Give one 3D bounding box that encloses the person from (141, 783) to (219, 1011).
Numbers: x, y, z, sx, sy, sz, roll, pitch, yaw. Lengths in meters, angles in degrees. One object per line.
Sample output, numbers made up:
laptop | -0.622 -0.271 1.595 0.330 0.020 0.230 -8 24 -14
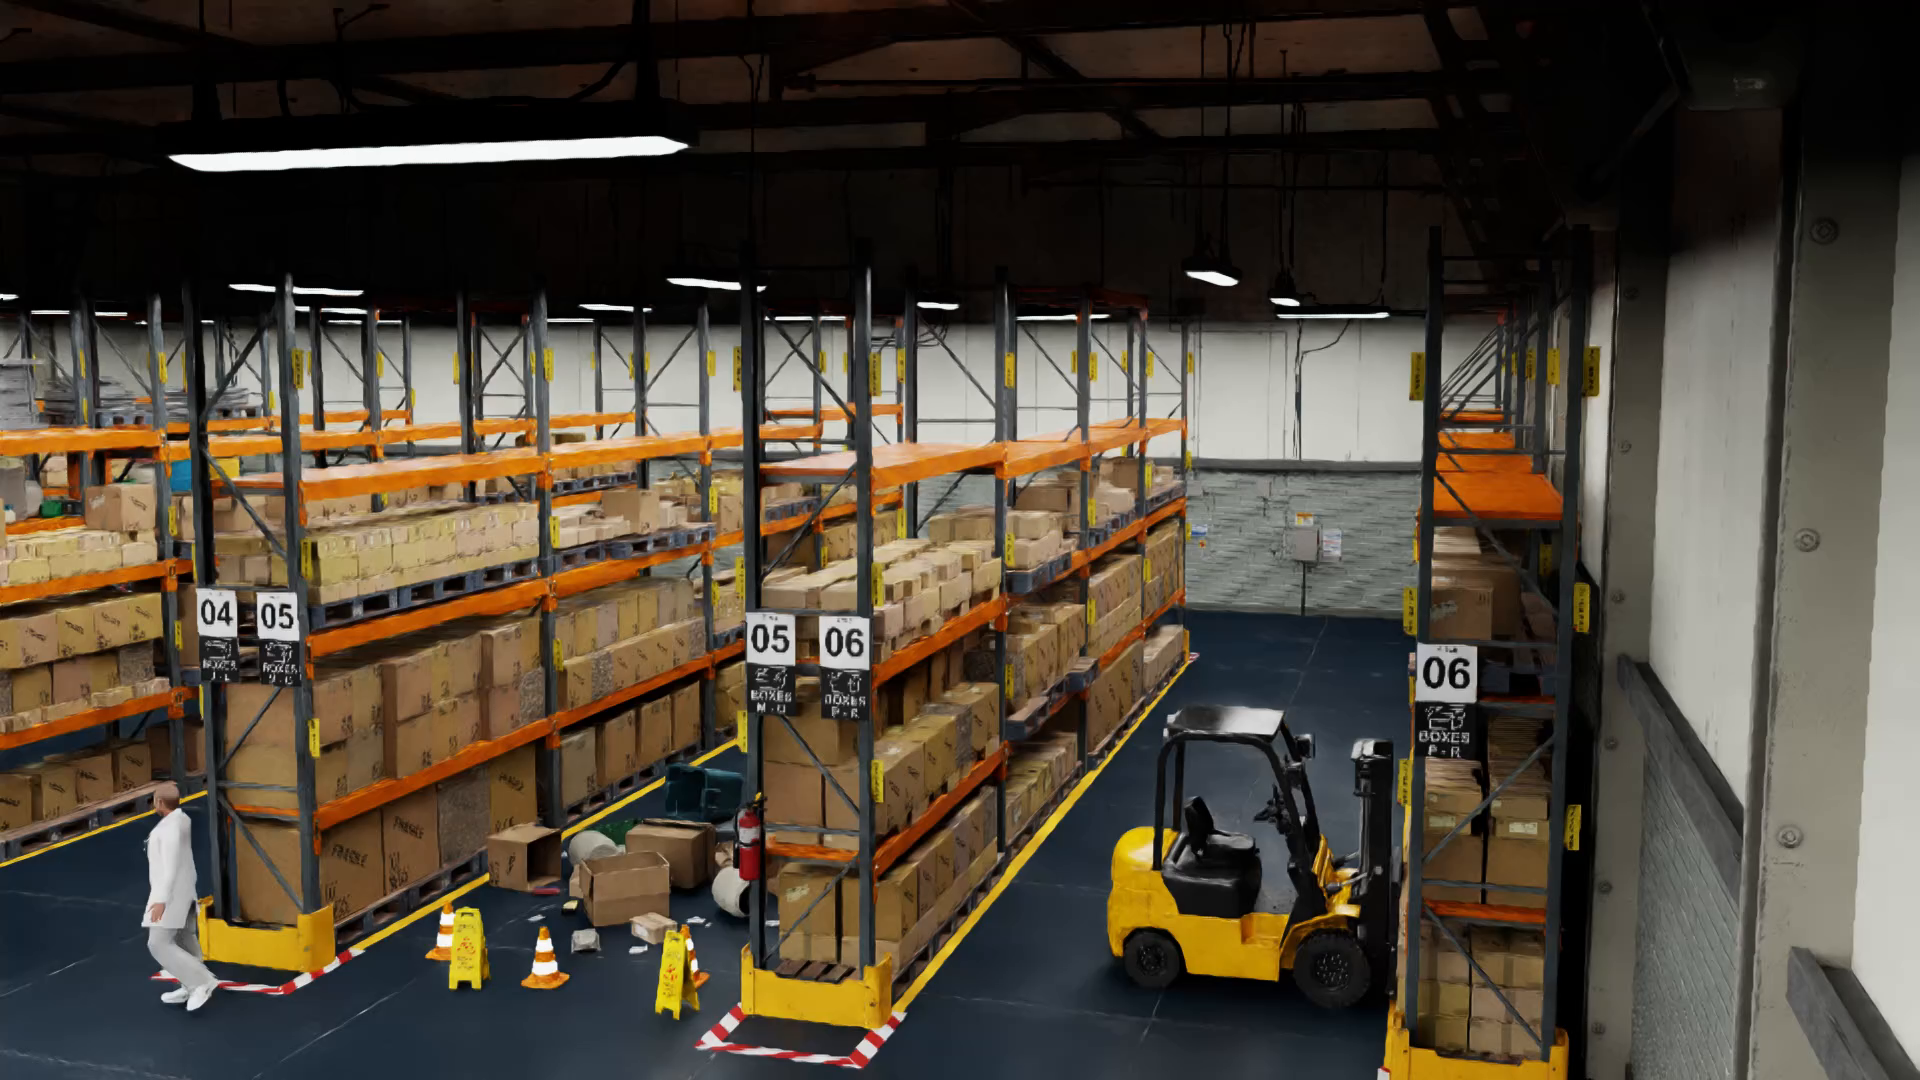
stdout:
person | -6.169 2.809 13.137 0.529 1.771 0.759 -2 7 -18
